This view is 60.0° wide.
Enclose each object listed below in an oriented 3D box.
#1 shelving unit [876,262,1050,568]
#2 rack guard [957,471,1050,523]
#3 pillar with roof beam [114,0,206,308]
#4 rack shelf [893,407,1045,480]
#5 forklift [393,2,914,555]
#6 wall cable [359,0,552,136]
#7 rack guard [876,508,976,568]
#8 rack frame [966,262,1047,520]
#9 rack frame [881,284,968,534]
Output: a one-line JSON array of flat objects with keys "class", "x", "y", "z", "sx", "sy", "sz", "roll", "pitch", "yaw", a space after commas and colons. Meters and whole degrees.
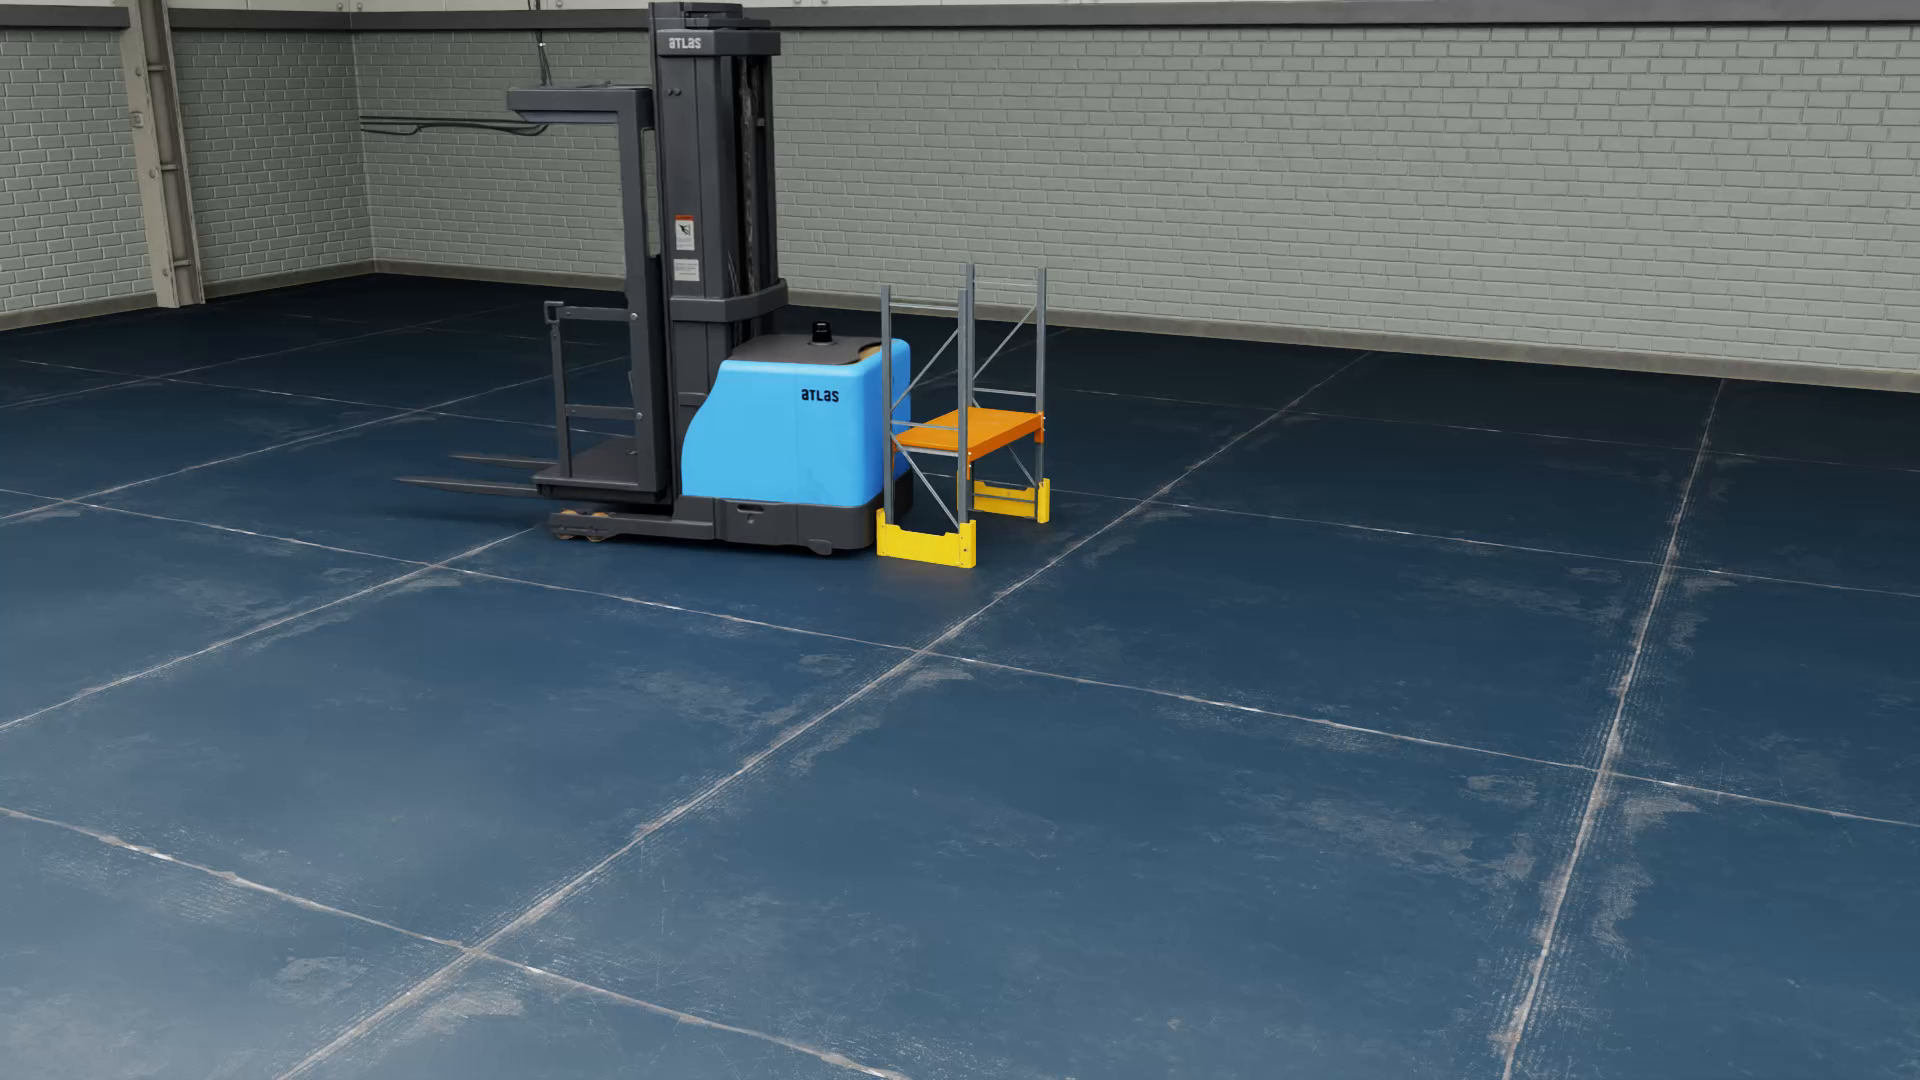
[{"class": "shelving unit", "x": 0.034, "y": -0.738, "z": 9.376, "sx": 0.587, "sy": 1.500, "sz": 1.083, "roll": 8, "pitch": 18, "yaw": 25}, {"class": "rack guard", "x": 0.257, "y": -0.266, "z": 9.981, "sx": 0.587, "sy": 0.250, "sz": 0.087, "roll": 8, "pitch": 18, "yaw": 25}, {"class": "pillar with roof beam", "x": -4.670, "y": -6.340, "z": 15.066, "sx": 9.100, "sy": 9.000, "sz": 0.400, "roll": 8, "pitch": 18, "yaw": 25}, {"class": "rack shelf", "x": 0.038, "y": -0.568, "z": 9.435, "sx": 0.538, "sy": 0.185, "sz": 1.000, "roll": 8, "pitch": 18, "yaw": 25}, {"class": "forklift", "x": -1.852, "y": -1.533, "z": 9.537, "sx": 3.031, "sy": 2.935, "sz": 1.130, "roll": 4, "pitch": 17, "yaw": 15}, {"class": "wall cable", "x": -6.022, "y": -5.982, "z": 19.313, "sx": 3.097, "sy": 2.526, "sz": 0.112, "roll": 8, "pitch": 18, "yaw": 25}, {"class": "rack guard", "x": -0.188, "y": -0.012, "z": 9.127, "sx": 0.587, "sy": 0.250, "sz": 0.087, "roll": 8, "pitch": 18, "yaw": 25}, {"class": "rack frame", "x": 0.265, "y": -0.870, "z": 9.820, "sx": 0.500, "sy": 1.500, "sz": 0.032, "roll": 8, "pitch": 18, "yaw": 25}, {"class": "rack frame", "x": -0.189, "y": -0.611, "z": 8.948, "sx": 0.500, "sy": 1.500, "sz": 0.032, "roll": 8, "pitch": 18, "yaw": 25}]
